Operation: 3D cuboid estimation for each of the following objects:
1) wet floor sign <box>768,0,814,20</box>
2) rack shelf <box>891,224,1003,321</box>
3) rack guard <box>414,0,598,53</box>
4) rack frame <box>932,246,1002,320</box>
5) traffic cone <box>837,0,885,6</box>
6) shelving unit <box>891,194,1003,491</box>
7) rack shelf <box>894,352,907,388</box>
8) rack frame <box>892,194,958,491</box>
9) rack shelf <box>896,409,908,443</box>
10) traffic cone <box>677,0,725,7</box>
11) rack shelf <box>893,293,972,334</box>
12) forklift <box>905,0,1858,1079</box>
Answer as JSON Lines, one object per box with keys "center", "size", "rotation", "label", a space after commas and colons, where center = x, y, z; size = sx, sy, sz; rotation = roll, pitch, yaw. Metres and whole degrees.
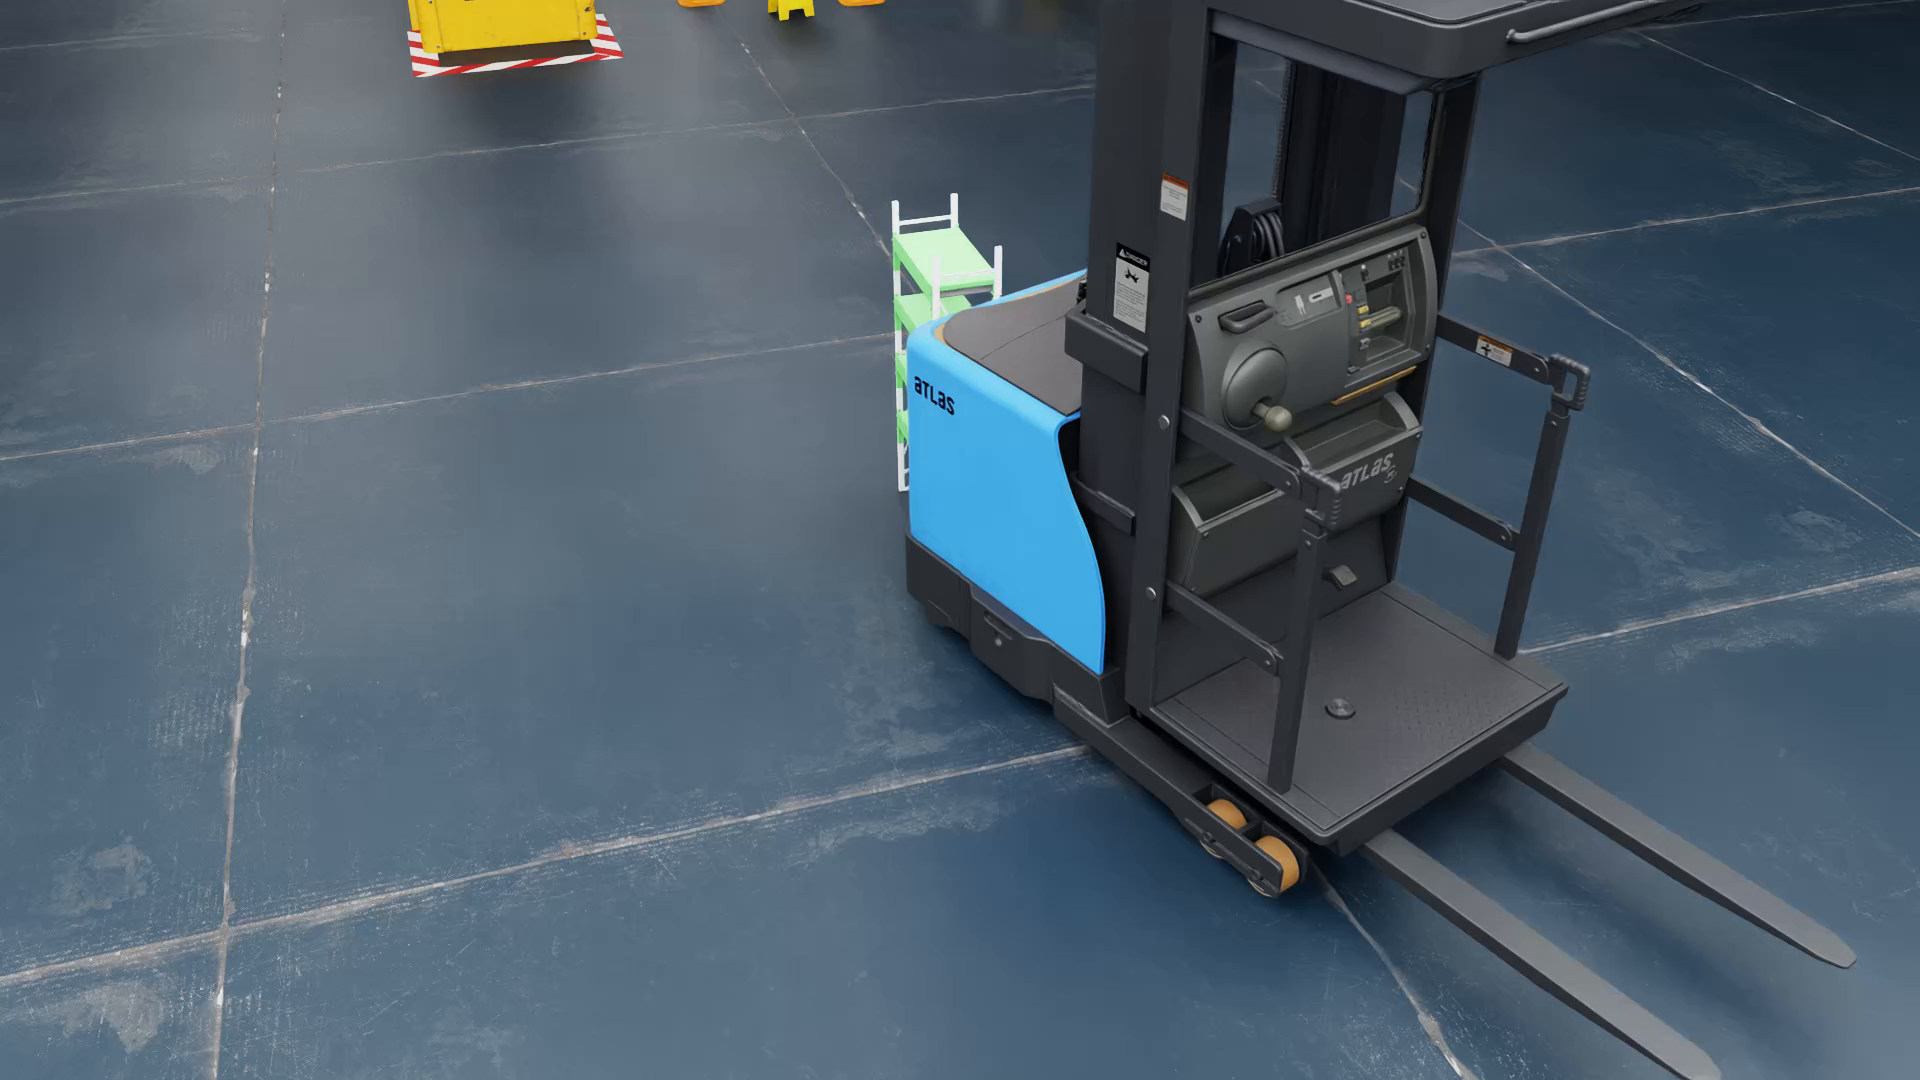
{"center": [-1.218, -4.061, 11.811], "size": [0.267, 0.644, 0.232], "rotation": [-16, 37, -23], "label": "wet floor sign"}
{"center": [-0.050, -0.935, 5.821], "size": [0.258, 0.148, 0.480], "rotation": [-10, 35, -15], "label": "rack shelf"}
{"center": [-3.105, -3.670, 11.351], "size": [1.175, 0.500, 0.348], "rotation": [-10, 35, -15], "label": "rack guard"}
{"center": [0.024, -0.459, 5.857], "size": [0.240, 1.200, 0.015], "rotation": [-10, 35, -15], "label": "rack frame"}
{"center": [-0.742, -4.196, 12.181], "size": [0.336, 0.463, 0.334], "rotation": [-10, 35, -15], "label": "traffic cone"}
{"center": [-0.050, -0.587, 6.051], "size": [0.258, 1.200, 0.503], "rotation": [-10, 35, -15], "label": "shelving unit"}
{"center": [-0.050, -0.534, 6.086], "size": [0.258, 0.148, 0.480], "rotation": [-10, 35, -15], "label": "rack shelf"}
{"center": [-0.125, -0.716, 6.245], "size": [0.240, 1.200, 0.015], "rotation": [-10, 35, -15], "label": "rack frame"}
{"center": [-0.050, -0.334, 6.218], "size": [0.258, 0.148, 0.480], "rotation": [-10, 35, -15], "label": "rack shelf"}
{"center": [-1.922, -4.185, 12.163], "size": [0.336, 0.463, 0.334], "rotation": [-10, 35, -15], "label": "traffic cone"}
{"center": [-0.050, -0.734, 5.954], "size": [0.258, 0.148, 0.480], "rotation": [-10, 35, -15], "label": "rack shelf"}
{"center": [1.105, -0.524, 4.384], "size": [1.130, 2.935, 3.031], "rotation": [-23, 40, -30], "label": "forklift"}
